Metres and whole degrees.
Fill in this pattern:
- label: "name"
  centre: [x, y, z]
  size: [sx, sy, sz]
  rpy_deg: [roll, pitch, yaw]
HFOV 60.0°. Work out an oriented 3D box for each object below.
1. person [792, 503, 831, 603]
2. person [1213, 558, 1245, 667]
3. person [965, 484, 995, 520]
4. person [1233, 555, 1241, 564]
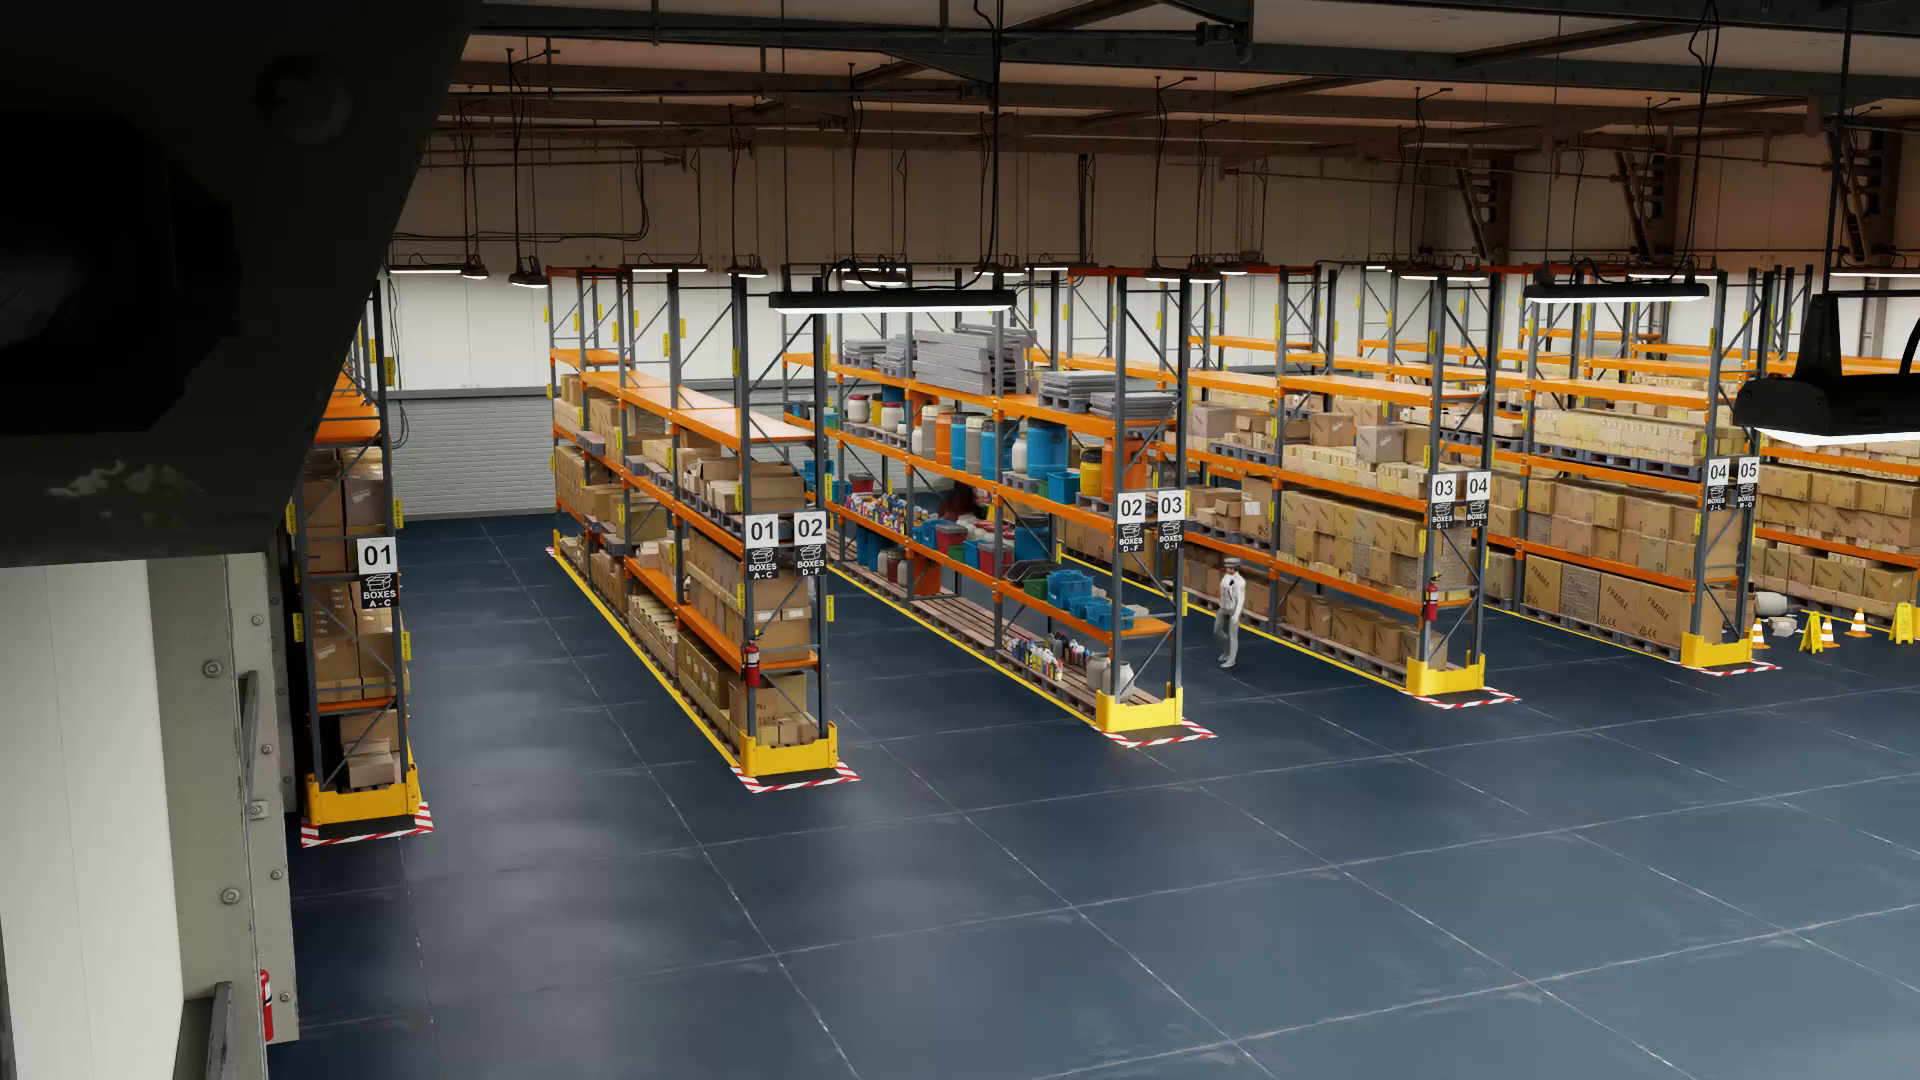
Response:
- label: "person"
  centre: [-2.576, 0.199, 28.888]
  size: [0.662, 1.702, 1.000]
  rpy_deg: [-4, 11, -23]
- label: "person"
  centre: [4.143, 1.110, 25.559]
  size: [0.463, 1.697, 0.550]
  rpy_deg: [-7, 12, -35]
- label: "person"
  centre: [0.463, -0.718, 35.942]
  size: [0.596, 1.807, 0.876]
  rpy_deg: [-4, 11, -20]
- label: "person"
  centre: [5.348, -0.097, 32.412]
  size: [0.529, 1.684, 0.726]
  rpy_deg: [5, 11, 26]
